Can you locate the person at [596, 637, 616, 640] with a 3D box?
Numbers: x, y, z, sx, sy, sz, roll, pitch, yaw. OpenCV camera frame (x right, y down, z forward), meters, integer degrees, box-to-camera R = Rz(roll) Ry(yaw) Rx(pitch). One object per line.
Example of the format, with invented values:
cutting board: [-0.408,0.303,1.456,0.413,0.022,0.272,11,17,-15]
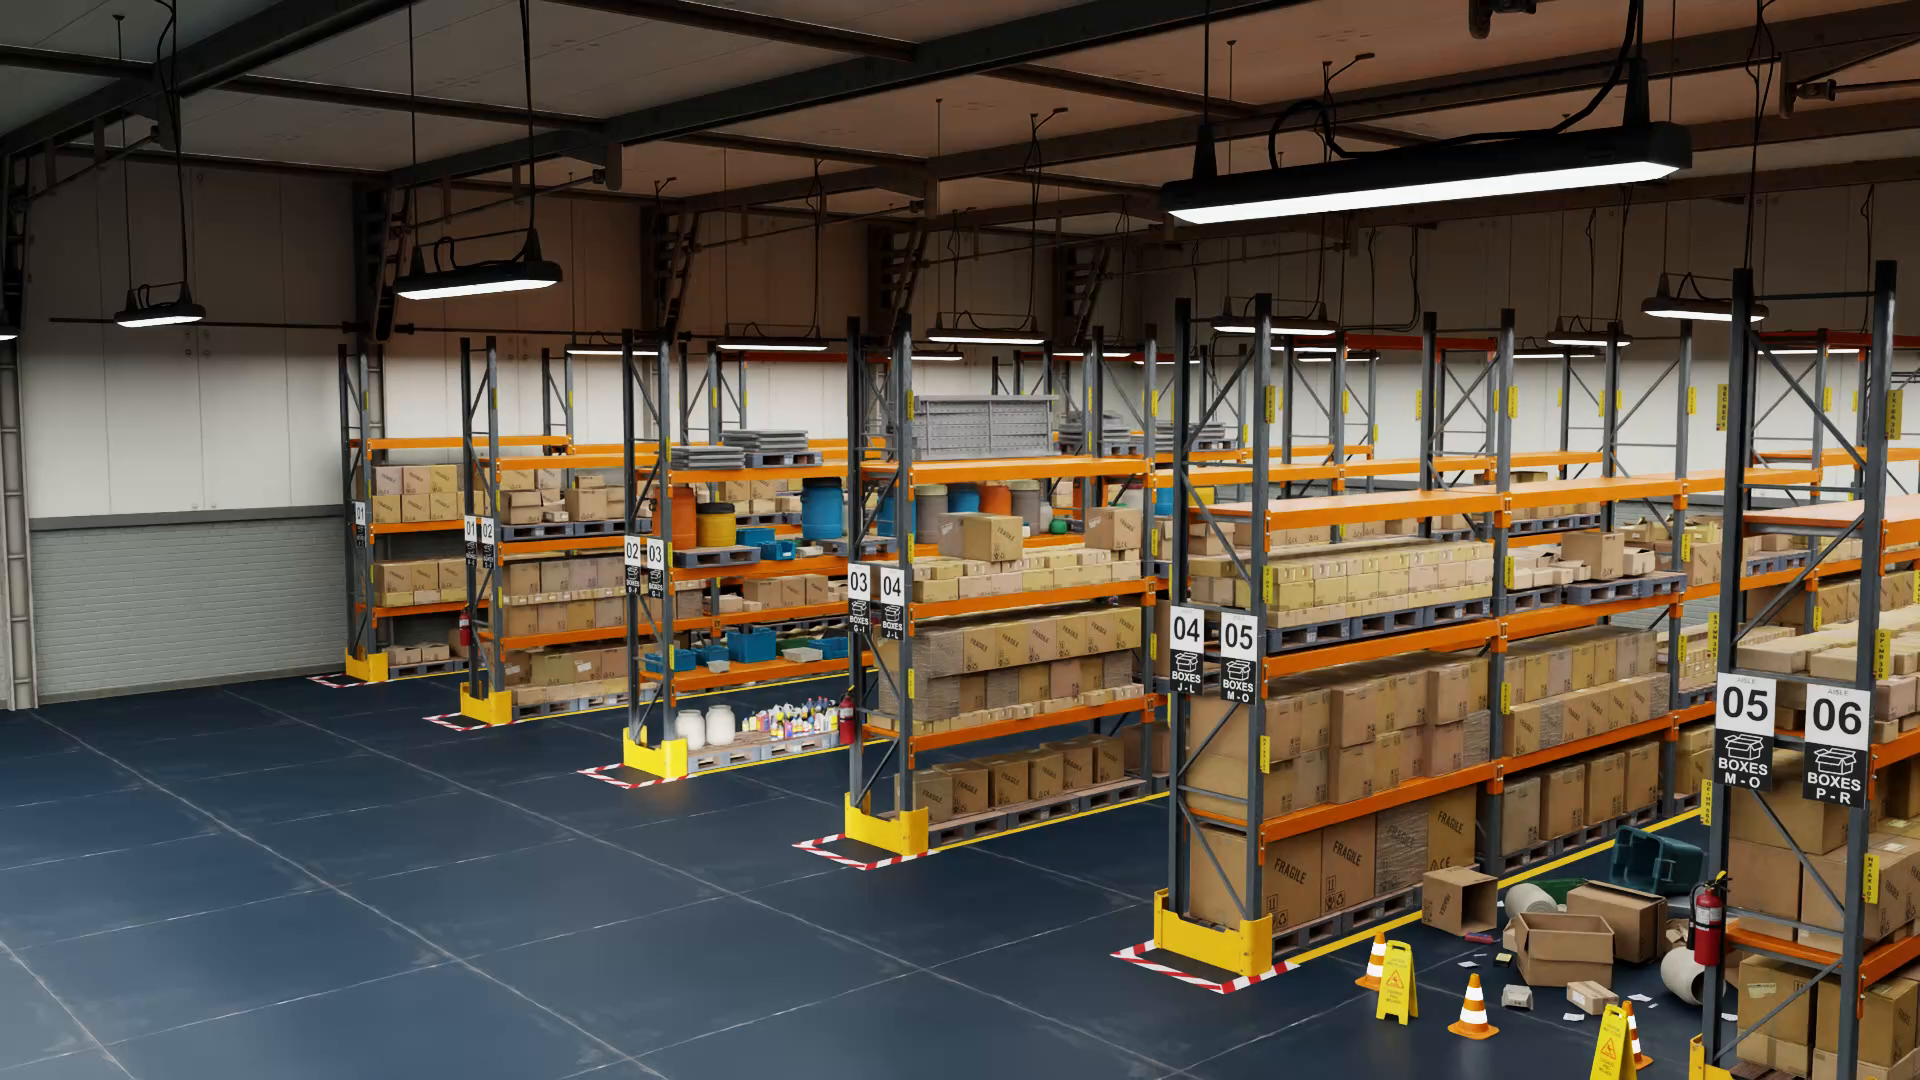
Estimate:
person: [-6.556,1.524,30.739,0.600,1.729,1.105,2,5,20]
